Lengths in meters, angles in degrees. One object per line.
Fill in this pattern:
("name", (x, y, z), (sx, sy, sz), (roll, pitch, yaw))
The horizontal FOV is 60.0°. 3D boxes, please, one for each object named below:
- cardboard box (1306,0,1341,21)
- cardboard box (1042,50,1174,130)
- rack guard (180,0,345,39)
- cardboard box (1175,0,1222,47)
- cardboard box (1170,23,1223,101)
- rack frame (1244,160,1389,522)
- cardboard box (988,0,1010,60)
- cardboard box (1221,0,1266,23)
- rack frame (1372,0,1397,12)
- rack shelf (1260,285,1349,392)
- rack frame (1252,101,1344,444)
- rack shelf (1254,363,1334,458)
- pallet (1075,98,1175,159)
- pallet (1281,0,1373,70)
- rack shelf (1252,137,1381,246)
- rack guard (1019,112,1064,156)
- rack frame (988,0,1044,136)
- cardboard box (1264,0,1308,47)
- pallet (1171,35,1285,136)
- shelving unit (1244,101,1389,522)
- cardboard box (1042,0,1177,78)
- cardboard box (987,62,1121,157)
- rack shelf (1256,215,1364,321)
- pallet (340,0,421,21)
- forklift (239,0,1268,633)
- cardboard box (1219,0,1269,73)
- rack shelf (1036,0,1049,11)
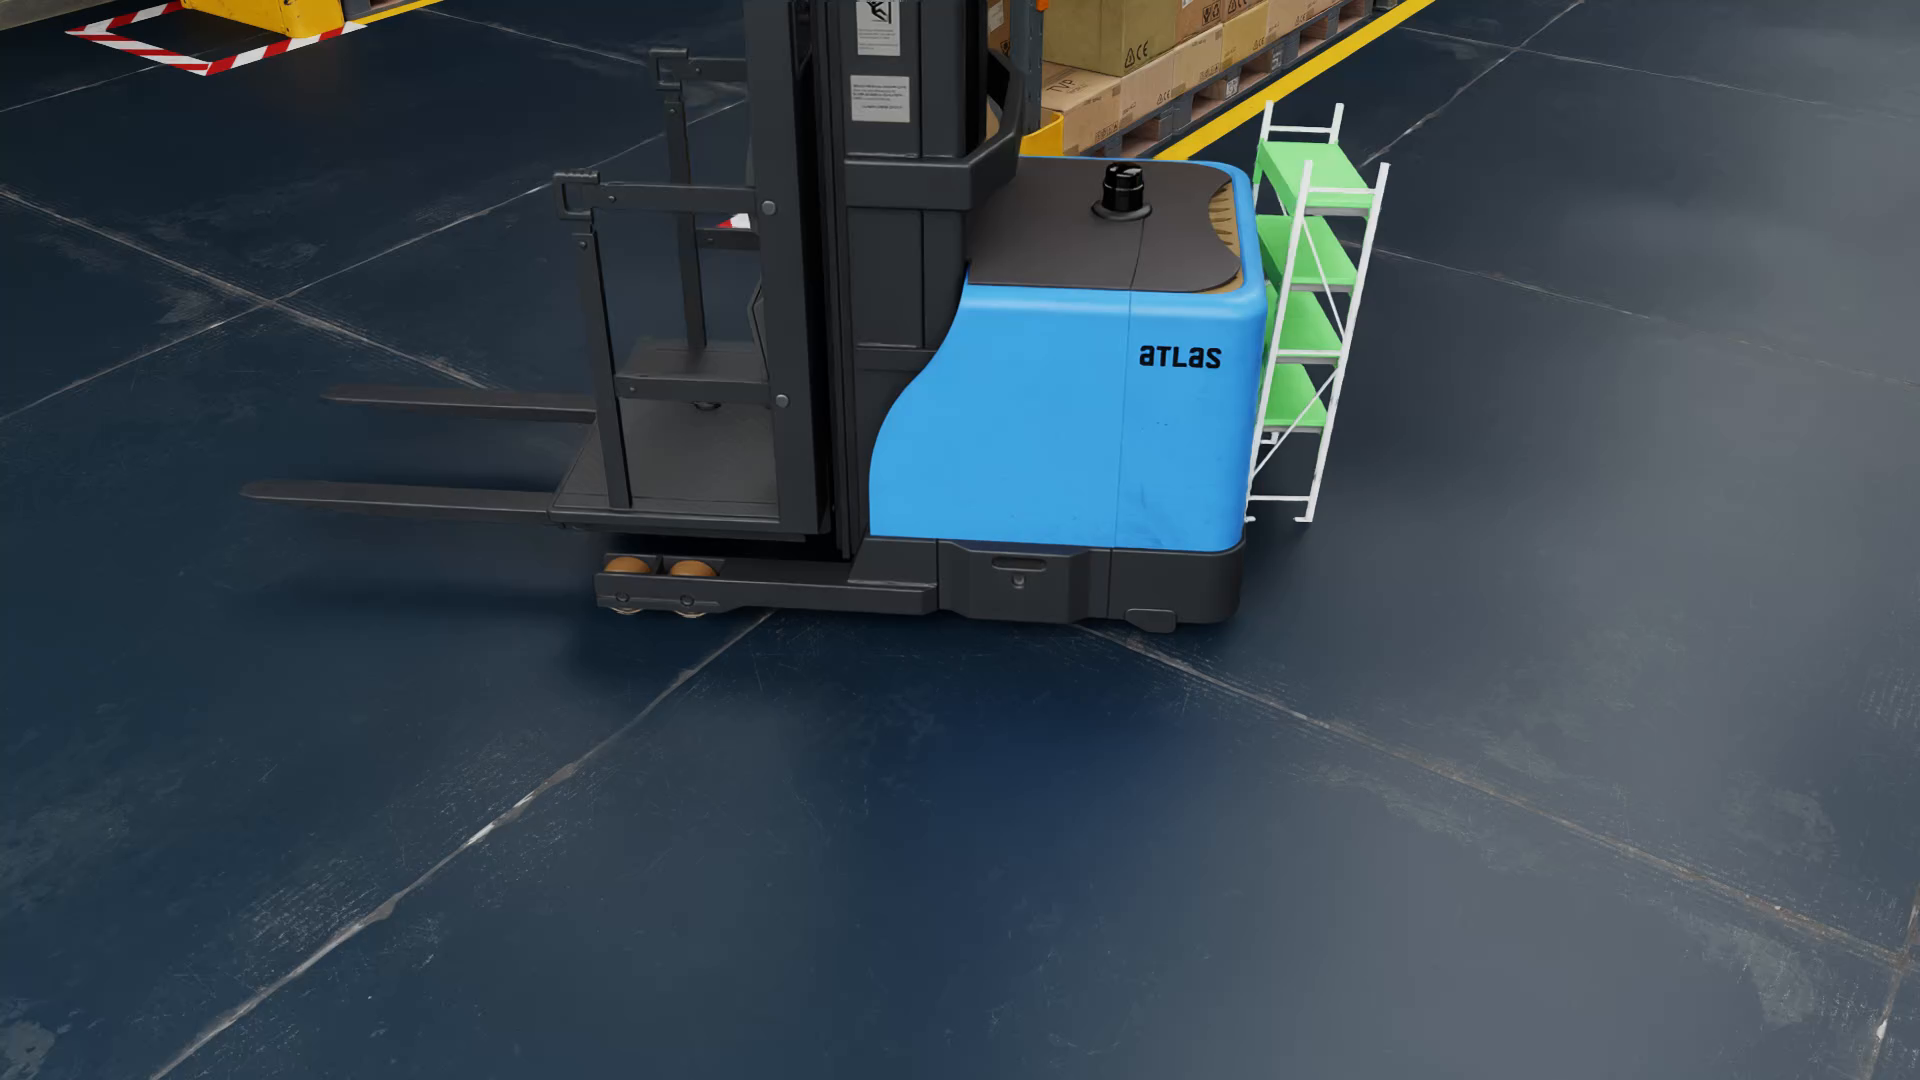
("cardboard box", (1.799, -3.101, 9.238), (0.500, 0.250, 0.500), (21, 39, 28))
("cardboard box", (0.667, -2.177, 7.872), (0.500, 0.250, 0.500), (21, 39, 28))
("rack guard", (-4.132, -3.316, 9.707), (1.175, 0.500, 0.348), (21, 39, 28))
("cardboard box", (0.943, -2.722, 8.007), (0.500, 0.500, 0.500), (21, 39, 28))
("cardboard box", (0.952, -2.407, 8.212), (0.500, 0.250, 0.500), (21, 39, 28))
("rack frame", (1.047, -0.561, 4.995), (0.240, 1.200, 0.015), (1, 34, -5))
("cardboard box", (-0.042, -2.423, 7.565), (0.500, 0.500, 0.500), (21, 39, 28))
("cardboard box", (1.242, -2.946, 8.339), (0.500, 0.500, 0.500), (21, 39, 28))
("rack frame", (2.177, -4.576, 9.339), (1.000, 3.000, 0.127), (21, 39, 28))
("rack shelf", (1.026, -0.645, 5.232), (0.258, 0.148, 0.480), (1, 34, -5))
("rack frame", (1.013, -0.834, 5.398), (0.240, 1.200, 0.015), (1, 34, -5))
("rack shelf", (1.011, -0.446, 5.365), (0.258, 0.148, 0.480), (1, 34, -5))
("pallet", (0.298, -1.946, 7.939), (1.003, 0.211, 1.213), (21, 39, 28))
("pallet", (1.689, -3.069, 9.599), (1.003, 0.211, 1.213), (21, 39, 28))
("rack shelf", (1.057, -1.043, 4.965), (0.258, 0.148, 0.480), (1, 34, -5))
("rack guard", (-0.117, -1.689, 7.301), (1.175, 0.500, 0.348), (21, 39, 28))
("rack frame", (-0.104, -2.735, 6.617), (1.000, 3.000, 0.127), (21, 39, 28))
("cardboard box", (1.526, -2.866, 8.890), (0.500, 0.250, 0.500), (21, 39, 28))
("pallet", (0.994, -2.505, 8.765), (1.003, 0.211, 1.213), (21, 39, 28))
("shelving unit", (1.030, -0.698, 5.197), (0.258, 1.200, 0.503), (1, 34, -5))
("cardboard box", (0.668, -2.488, 7.661), (0.500, 0.500, 0.500), (21, 39, 28))
("cardboard box", (0.385, -1.946, 7.530), (0.500, 0.250, 0.500), (21, 39, 28))
("rack shelf", (1.041, -0.844, 5.099), (0.258, 0.148, 0.480), (1, 34, -5))
("pallet", (-3.640, -3.558, 10.324), (1.003, 0.211, 1.213), (21, 39, 28))
("forklift", (-0.659, -1.278, 4.524), (3.031, 2.935, 1.130), (3, 34, 4))
("cardboard box", (1.242, -2.636, 8.550), (0.500, 0.250, 0.500), (21, 39, 28))
("rack shelf", (1.037, -3.358, 8.180), (1.077, 0.370, 4.000), (21, 39, 28))
